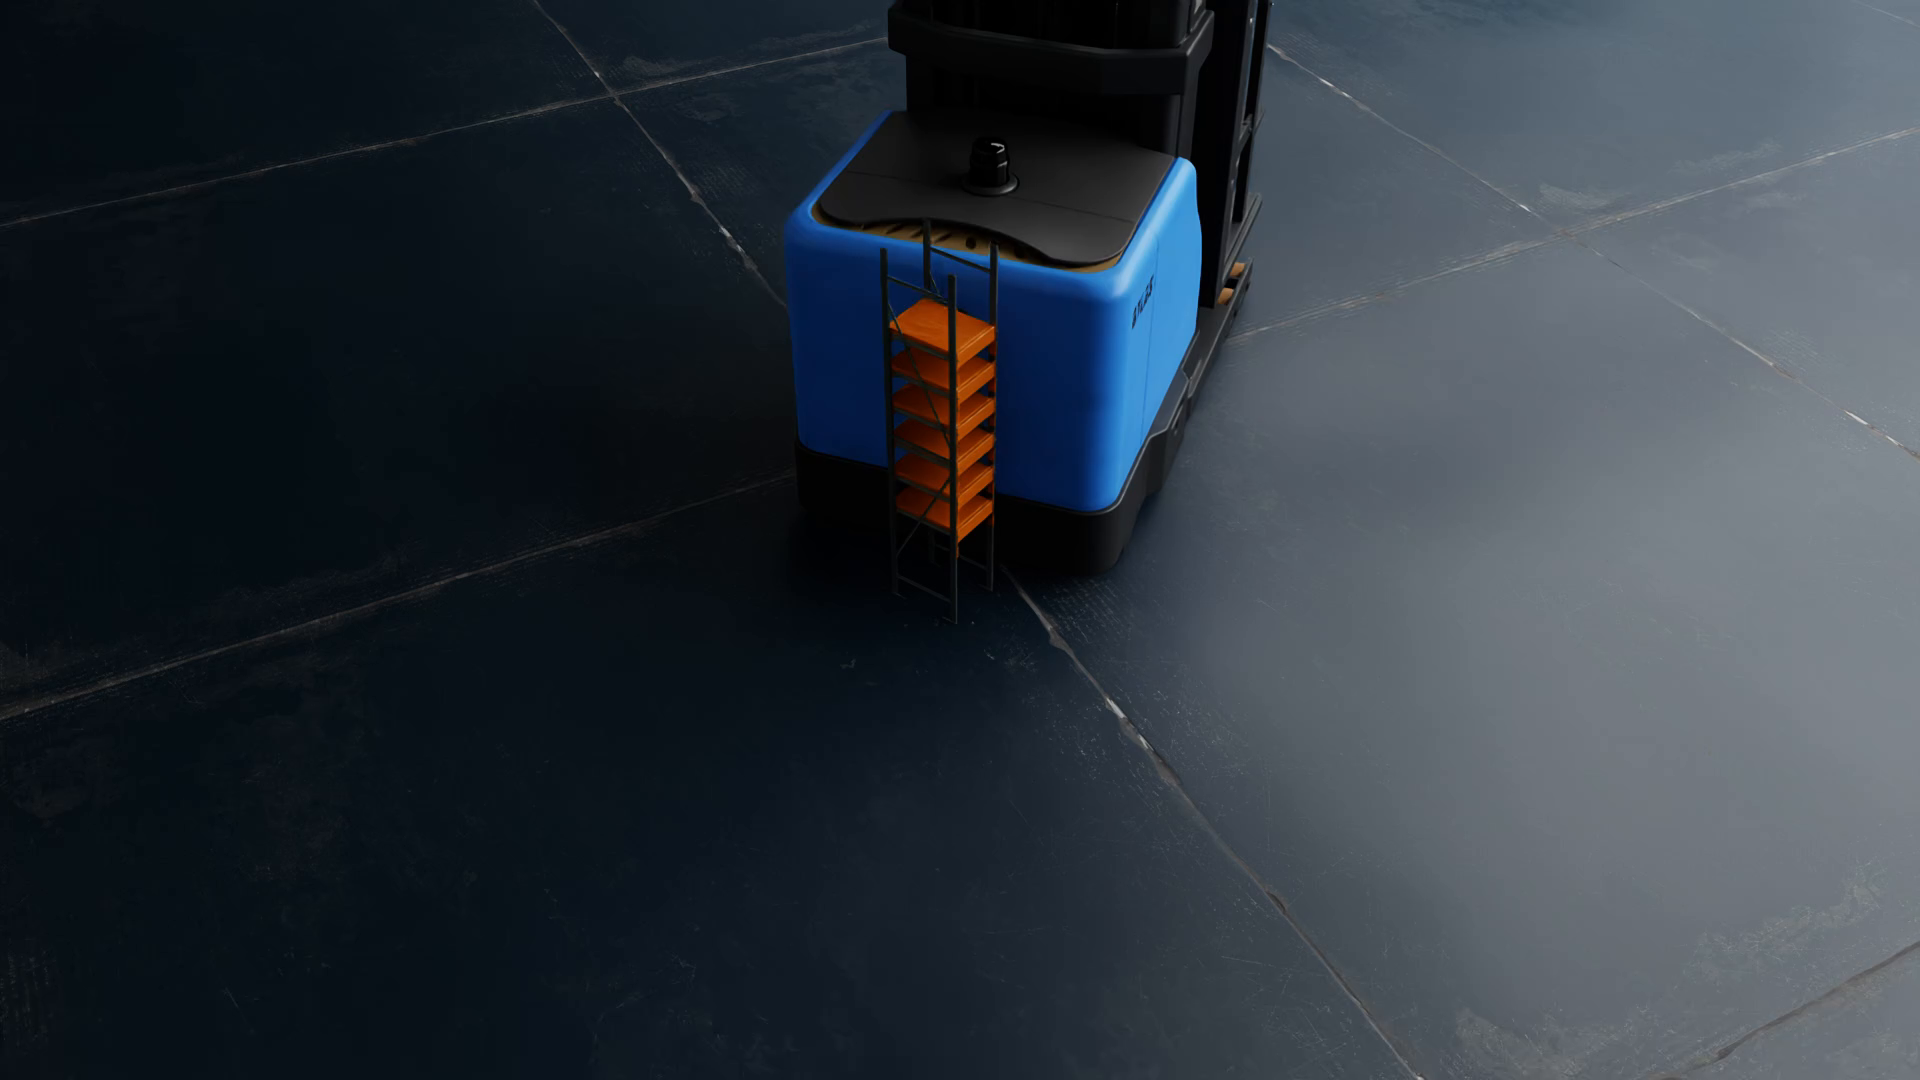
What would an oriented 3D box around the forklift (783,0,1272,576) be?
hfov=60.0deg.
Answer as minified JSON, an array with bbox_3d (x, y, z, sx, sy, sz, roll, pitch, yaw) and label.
[{"bbox_3d":[0.465,-1.970,5.309,1.130,2.935,3.031,13,42,15],"label":"forklift"}]

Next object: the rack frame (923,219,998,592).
[{"bbox_3d":[0.000,-0.346,4.730,0.240,1.200,0.006,25,46,27],"label":"rack frame"}]

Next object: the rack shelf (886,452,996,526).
[{"bbox_3d":[-0.054,-0.172,4.779,0.258,0.103,0.180,25,46,27],"label":"rack shelf"}]

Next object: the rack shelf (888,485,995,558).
[{"bbox_3d":[-0.054,-0.081,4.857,0.258,0.103,0.180,25,46,27],"label":"rack shelf"}]

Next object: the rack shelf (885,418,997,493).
[{"bbox_3d":[-0.054,-0.264,4.702,0.258,0.103,0.180,25,46,27],"label":"rack shelf"}]

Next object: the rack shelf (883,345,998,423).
[{"bbox_3d":[-0.054,-0.447,4.547,0.258,0.103,0.180,25,46,27],"label":"rack shelf"}]

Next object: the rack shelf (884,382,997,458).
[{"bbox_3d":[-0.054,-0.356,4.624,0.258,0.103,0.180,25,46,27],"label":"rack shelf"}]

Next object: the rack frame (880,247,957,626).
[{"bbox_3d":[-0.108,-0.250,4.617,0.240,1.200,0.006,25,46,27],"label":"rack frame"}]

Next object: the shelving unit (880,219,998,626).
[{"bbox_3d":[-0.054,-0.298,4.673,0.258,1.200,0.189,25,46,27],"label":"shelving unit"}]

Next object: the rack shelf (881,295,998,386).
[{"bbox_3d":[-0.054,-0.539,4.469,0.258,0.103,0.180,25,46,27],"label":"rack shelf"}]
